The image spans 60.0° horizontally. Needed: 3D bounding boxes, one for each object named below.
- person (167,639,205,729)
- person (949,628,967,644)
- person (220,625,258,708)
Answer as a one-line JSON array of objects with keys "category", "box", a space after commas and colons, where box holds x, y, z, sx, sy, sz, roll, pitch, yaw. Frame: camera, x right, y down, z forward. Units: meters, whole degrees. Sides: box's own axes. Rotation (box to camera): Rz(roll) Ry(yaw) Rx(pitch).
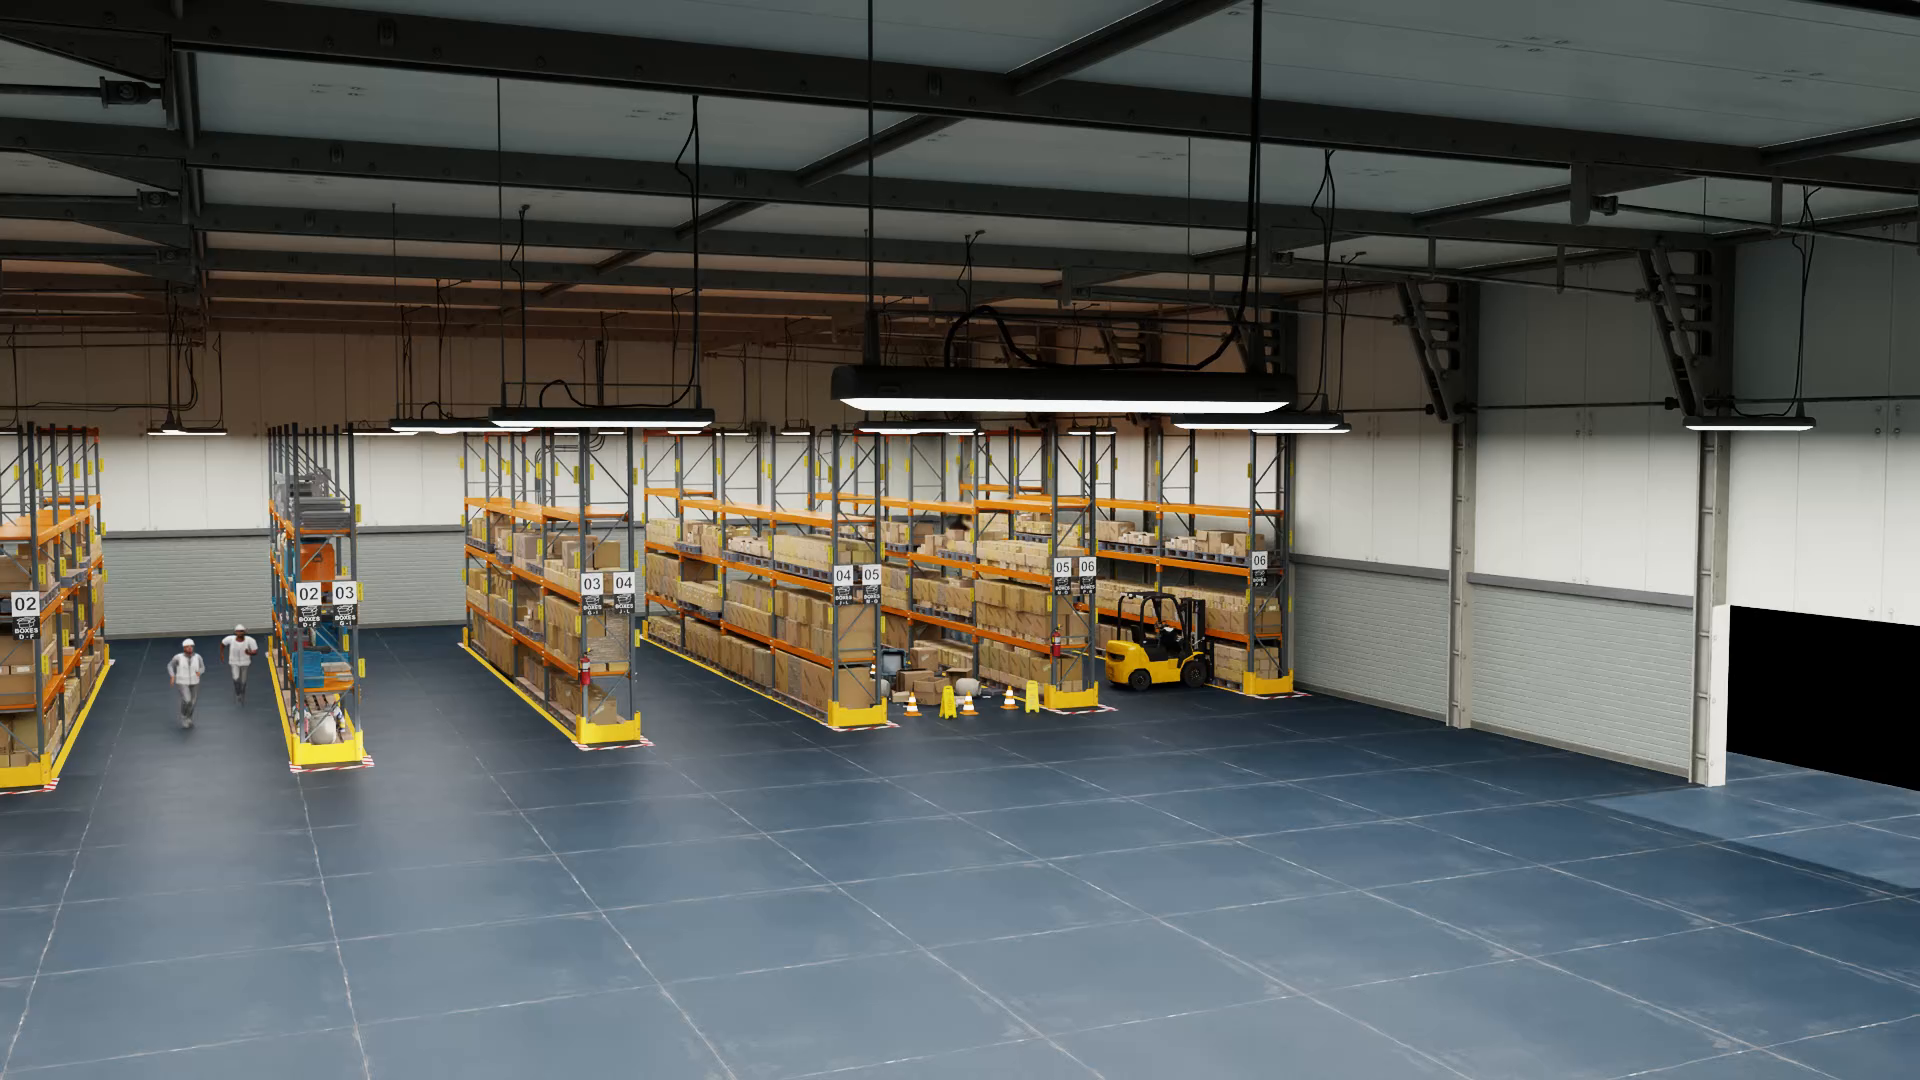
[{"category": "person", "box": [-15.241, 2.835, 32.845, 0.626, 1.766, 0.777, -3, 5, -42]}, {"category": "person", "box": [-0.068, 2.118, 45.030, 0.596, 1.740, 0.693, -2, 4, -29]}, {"category": "person", "box": [-15.383, 2.682, 35.504, 0.729, 1.785, 0.835, -2, 4, -24]}]
